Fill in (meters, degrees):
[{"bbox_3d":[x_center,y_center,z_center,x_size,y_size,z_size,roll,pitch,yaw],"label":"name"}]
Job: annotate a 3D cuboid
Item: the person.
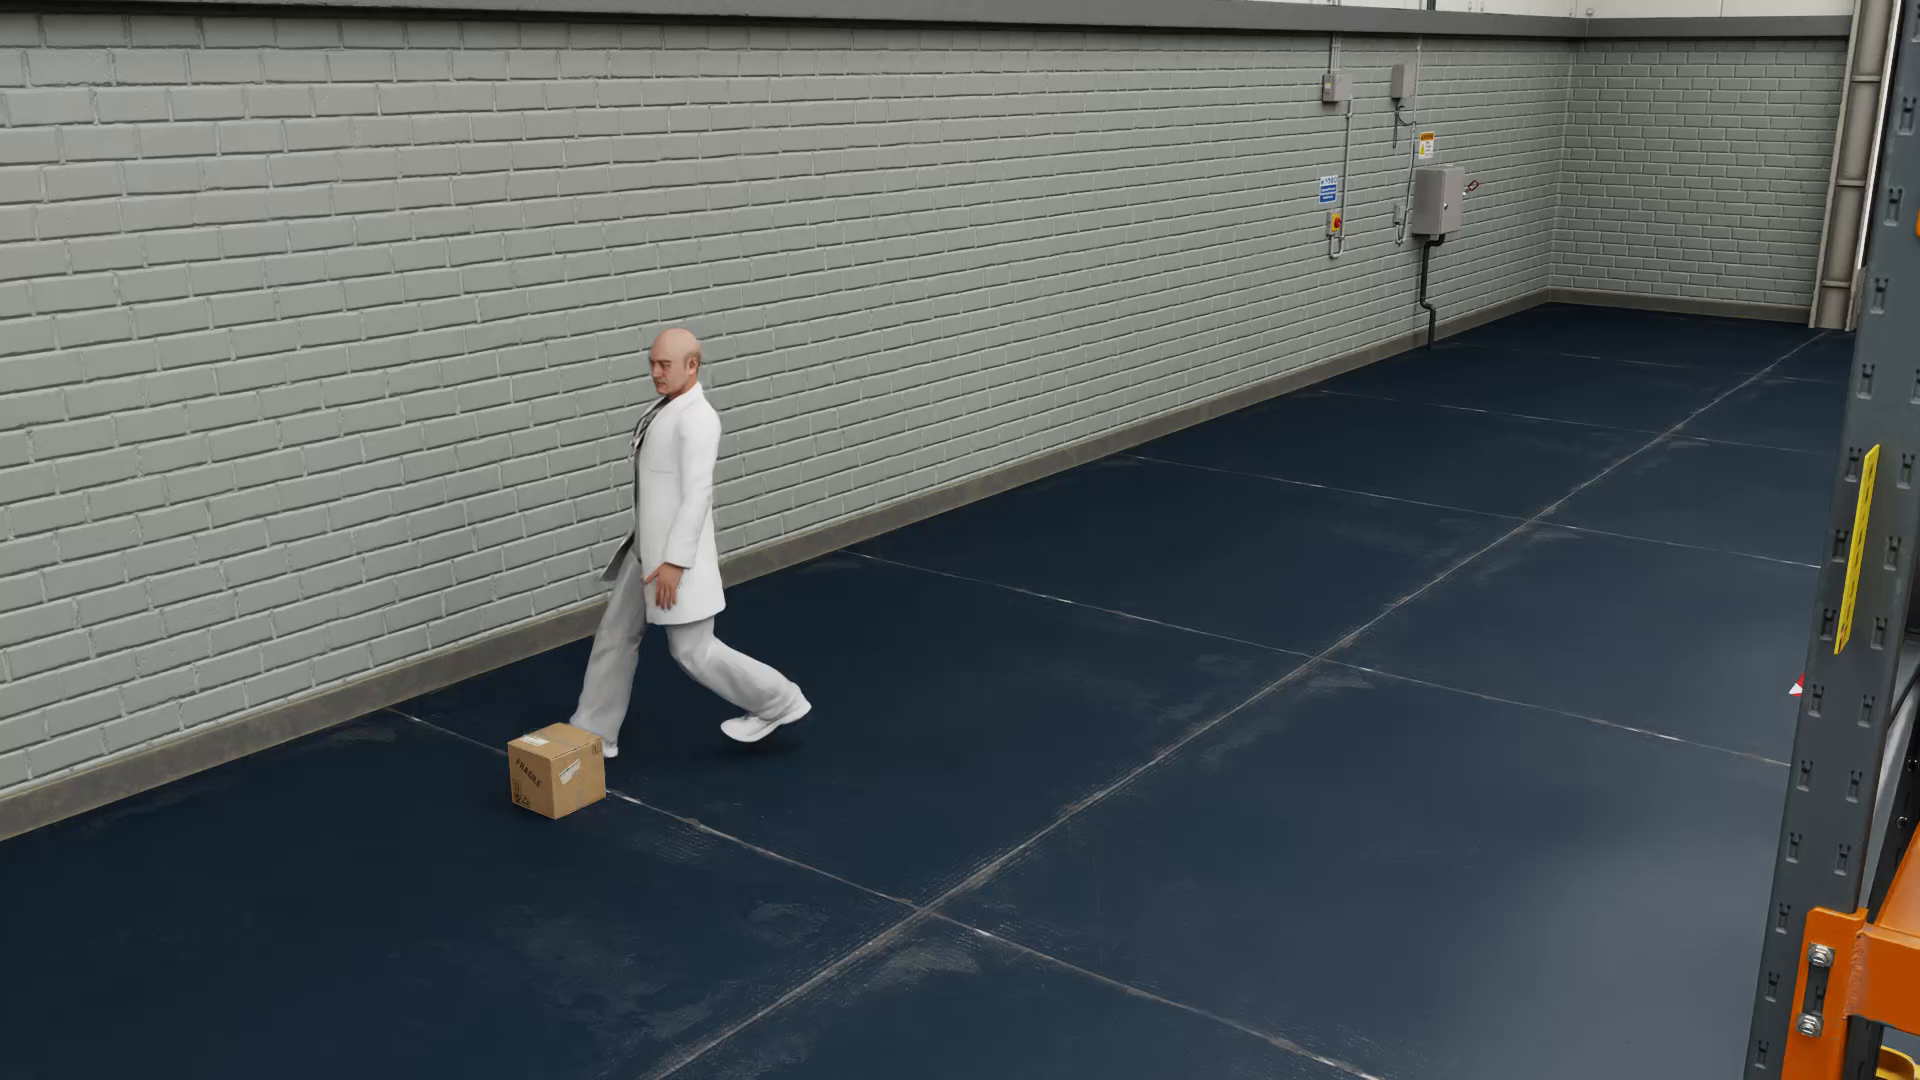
[{"bbox_3d":[-1.178,0.041,6.508,1.103,1.727,0.616,-8,18,-24],"label":"person"}]
